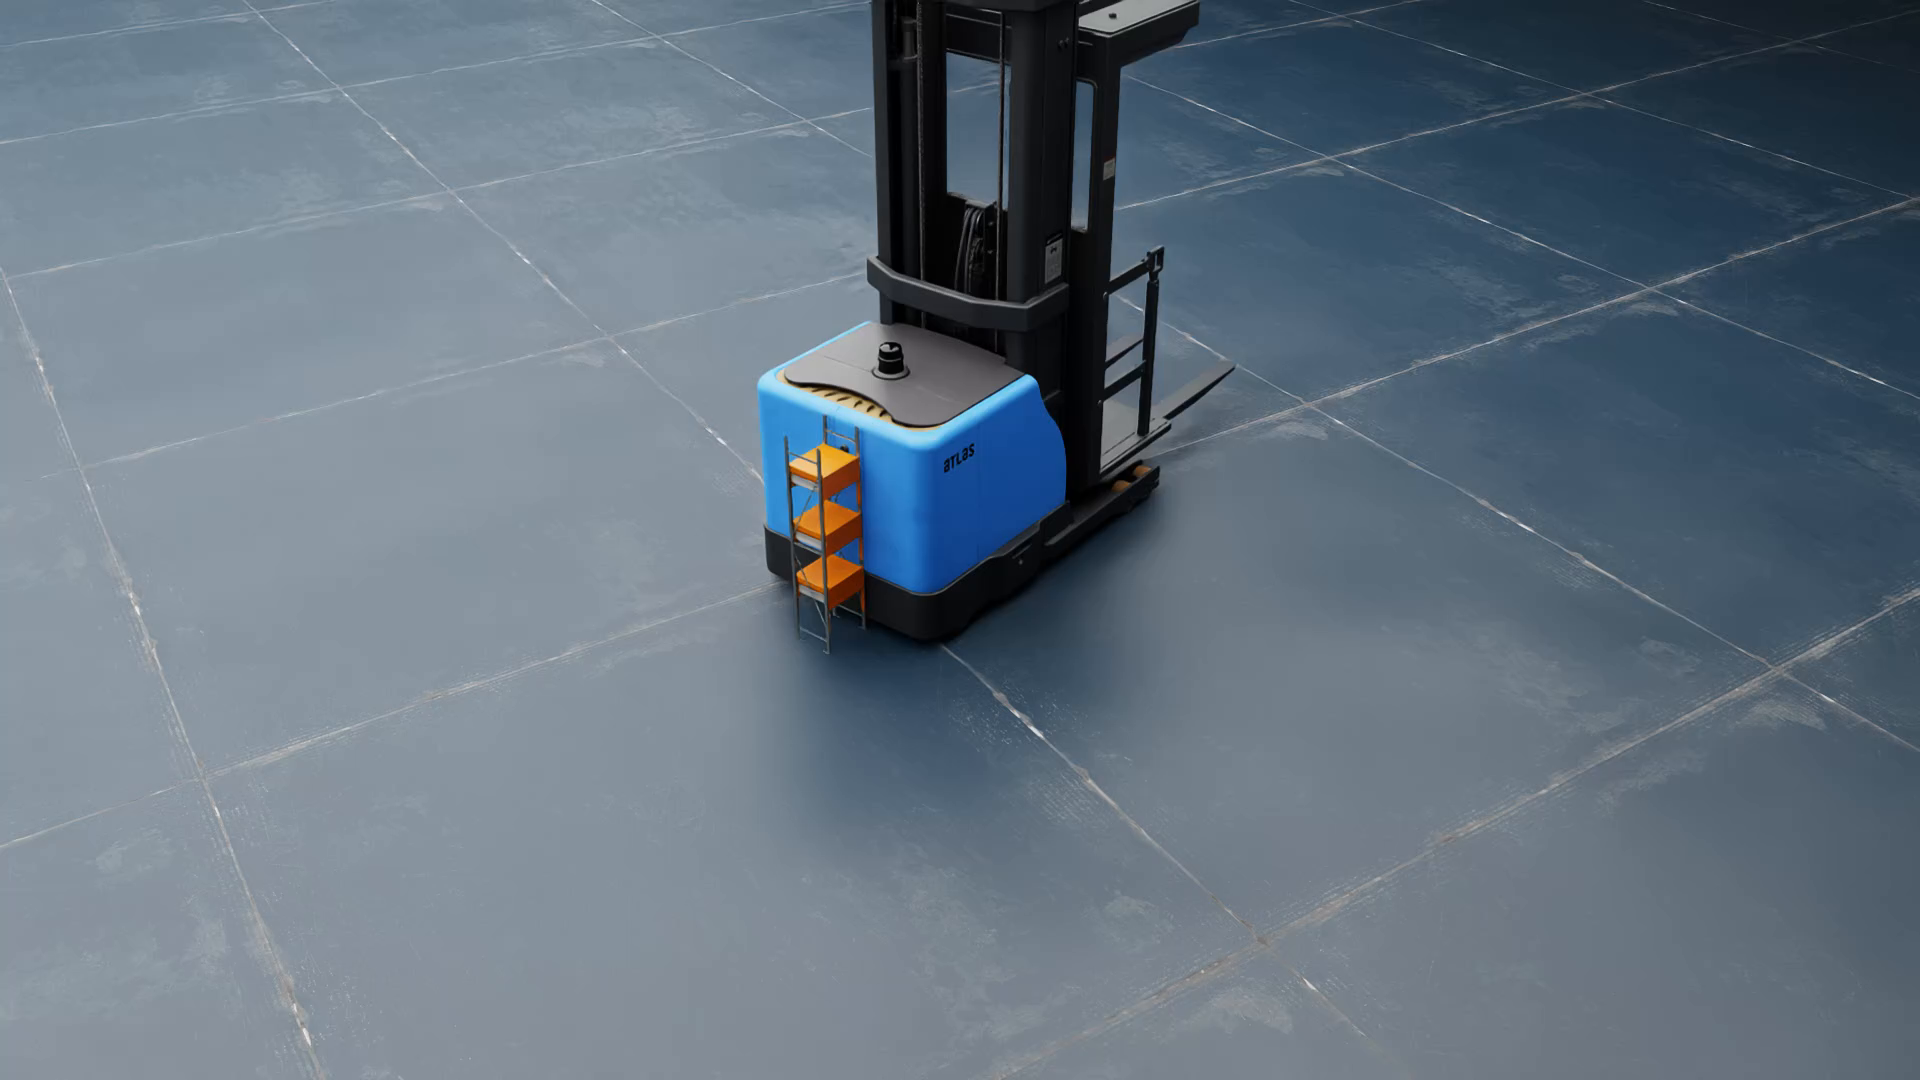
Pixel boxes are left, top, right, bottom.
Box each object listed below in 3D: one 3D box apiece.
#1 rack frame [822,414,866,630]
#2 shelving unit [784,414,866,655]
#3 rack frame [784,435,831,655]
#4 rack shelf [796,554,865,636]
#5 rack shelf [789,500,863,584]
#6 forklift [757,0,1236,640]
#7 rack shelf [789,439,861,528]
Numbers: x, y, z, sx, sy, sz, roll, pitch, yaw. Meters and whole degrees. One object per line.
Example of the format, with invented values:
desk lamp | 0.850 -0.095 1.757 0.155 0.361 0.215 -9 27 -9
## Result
rack frame | -0.510 -0.065 7.368 0.200 1.050 0.008 22 39 31
shelving unit | -0.584 -0.013 7.286 0.215 1.050 0.252 22 39 31
rack frame | -0.659 0.039 7.205 0.200 1.050 0.008 22 39 31
rack shelf | -0.584 0.231 7.440 0.215 0.259 0.240 22 39 31
rack shelf | -0.584 -0.004 7.292 0.215 0.259 0.240 22 39 31
forklift | 0.377 -1.522 7.915 1.130 2.935 3.031 22 39 31
rack shelf | -0.584 -0.244 7.140 0.215 0.259 0.240 22 39 31
